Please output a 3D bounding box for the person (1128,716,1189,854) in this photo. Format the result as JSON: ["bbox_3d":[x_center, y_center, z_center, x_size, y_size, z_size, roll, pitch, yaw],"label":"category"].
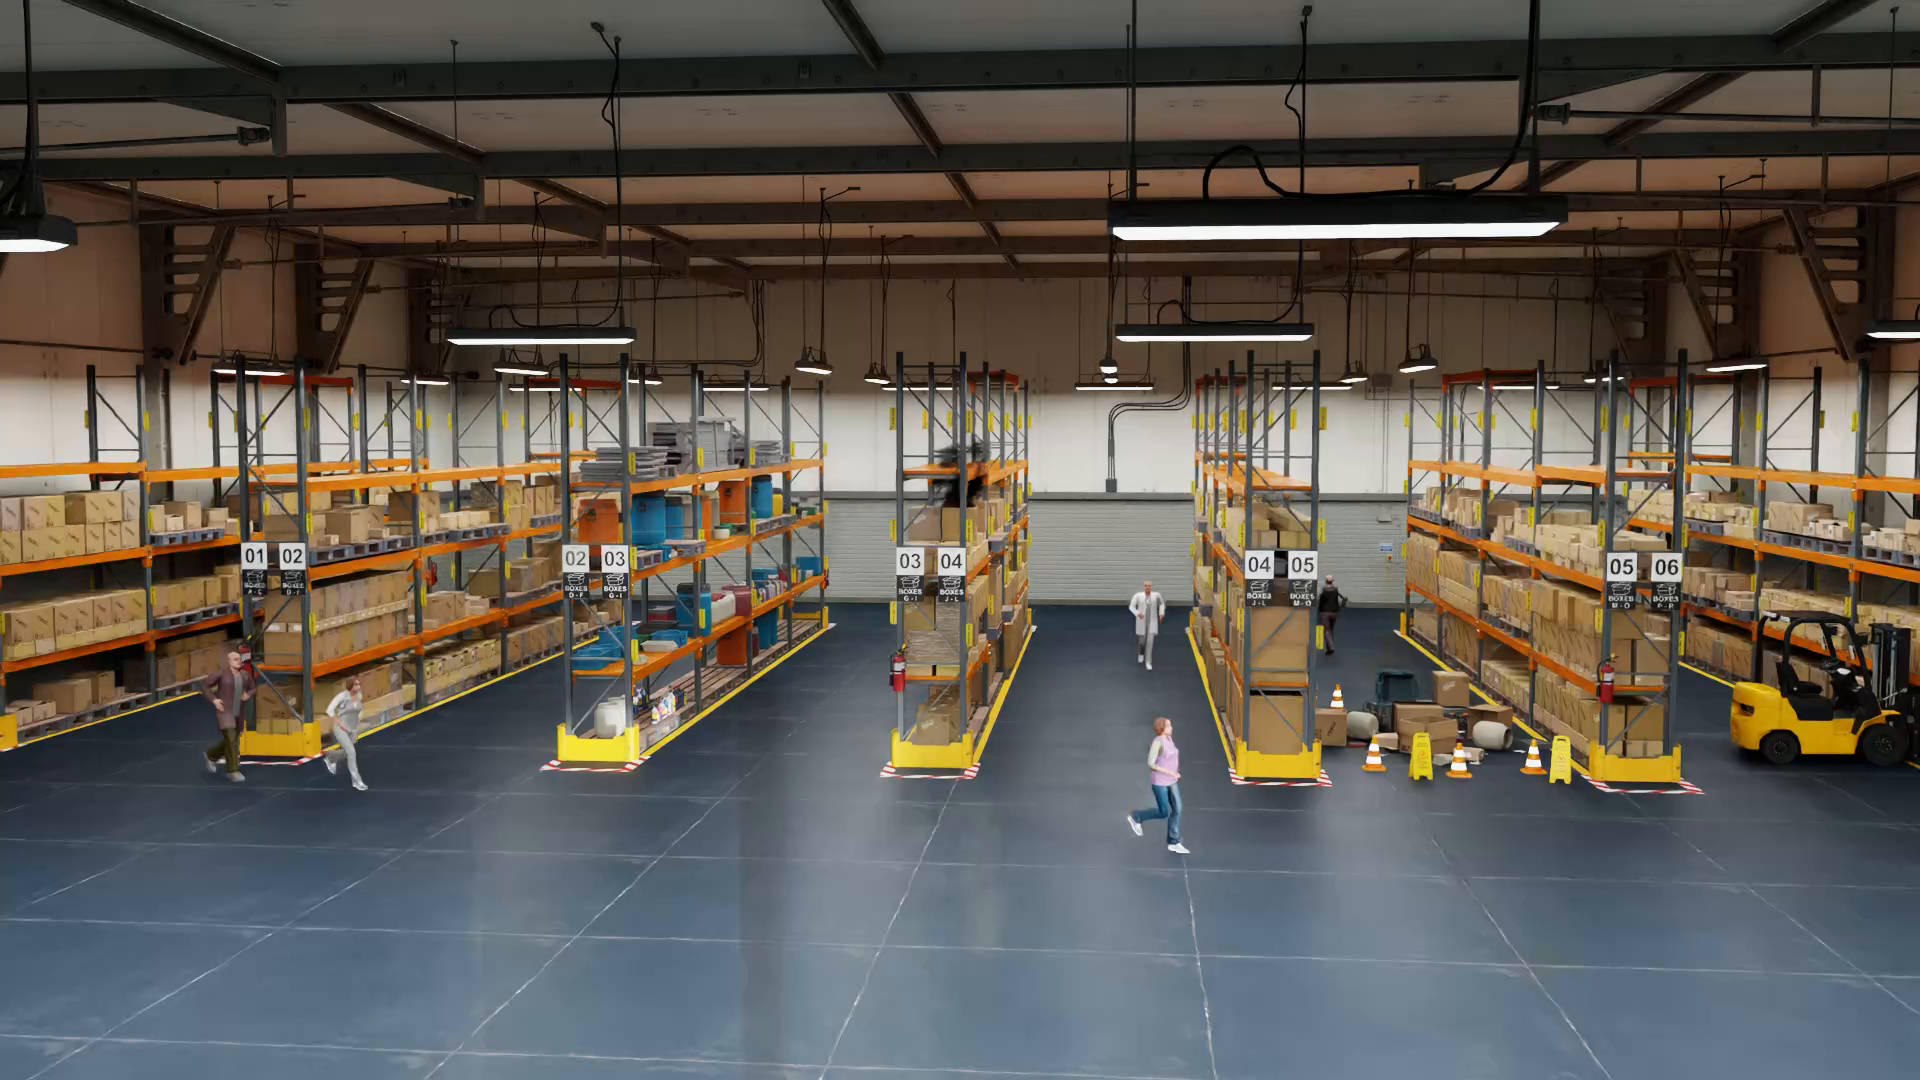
[{"bbox_3d":[2.342,2.840,19.423,0.779,1.585,0.537,3,5,35],"label":"person"}]

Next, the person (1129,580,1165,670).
[{"bbox_3d":[3.821,1.811,33.936,0.736,1.587,0.898,0,4,3],"label":"person"}]

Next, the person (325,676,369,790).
[{"bbox_3d":[-8.455,2.621,22.753,0.861,1.556,0.533,3,5,35],"label":"person"}]

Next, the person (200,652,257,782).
[{"bbox_3d":[-10.293,2.468,23.510,0.965,1.779,0.719,3,5,32],"label":"person"}]

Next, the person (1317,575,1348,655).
[{"bbox_3d":[7.861,1.626,35.412,0.630,1.783,0.780,-1,4,-11],"label":"person"}]
